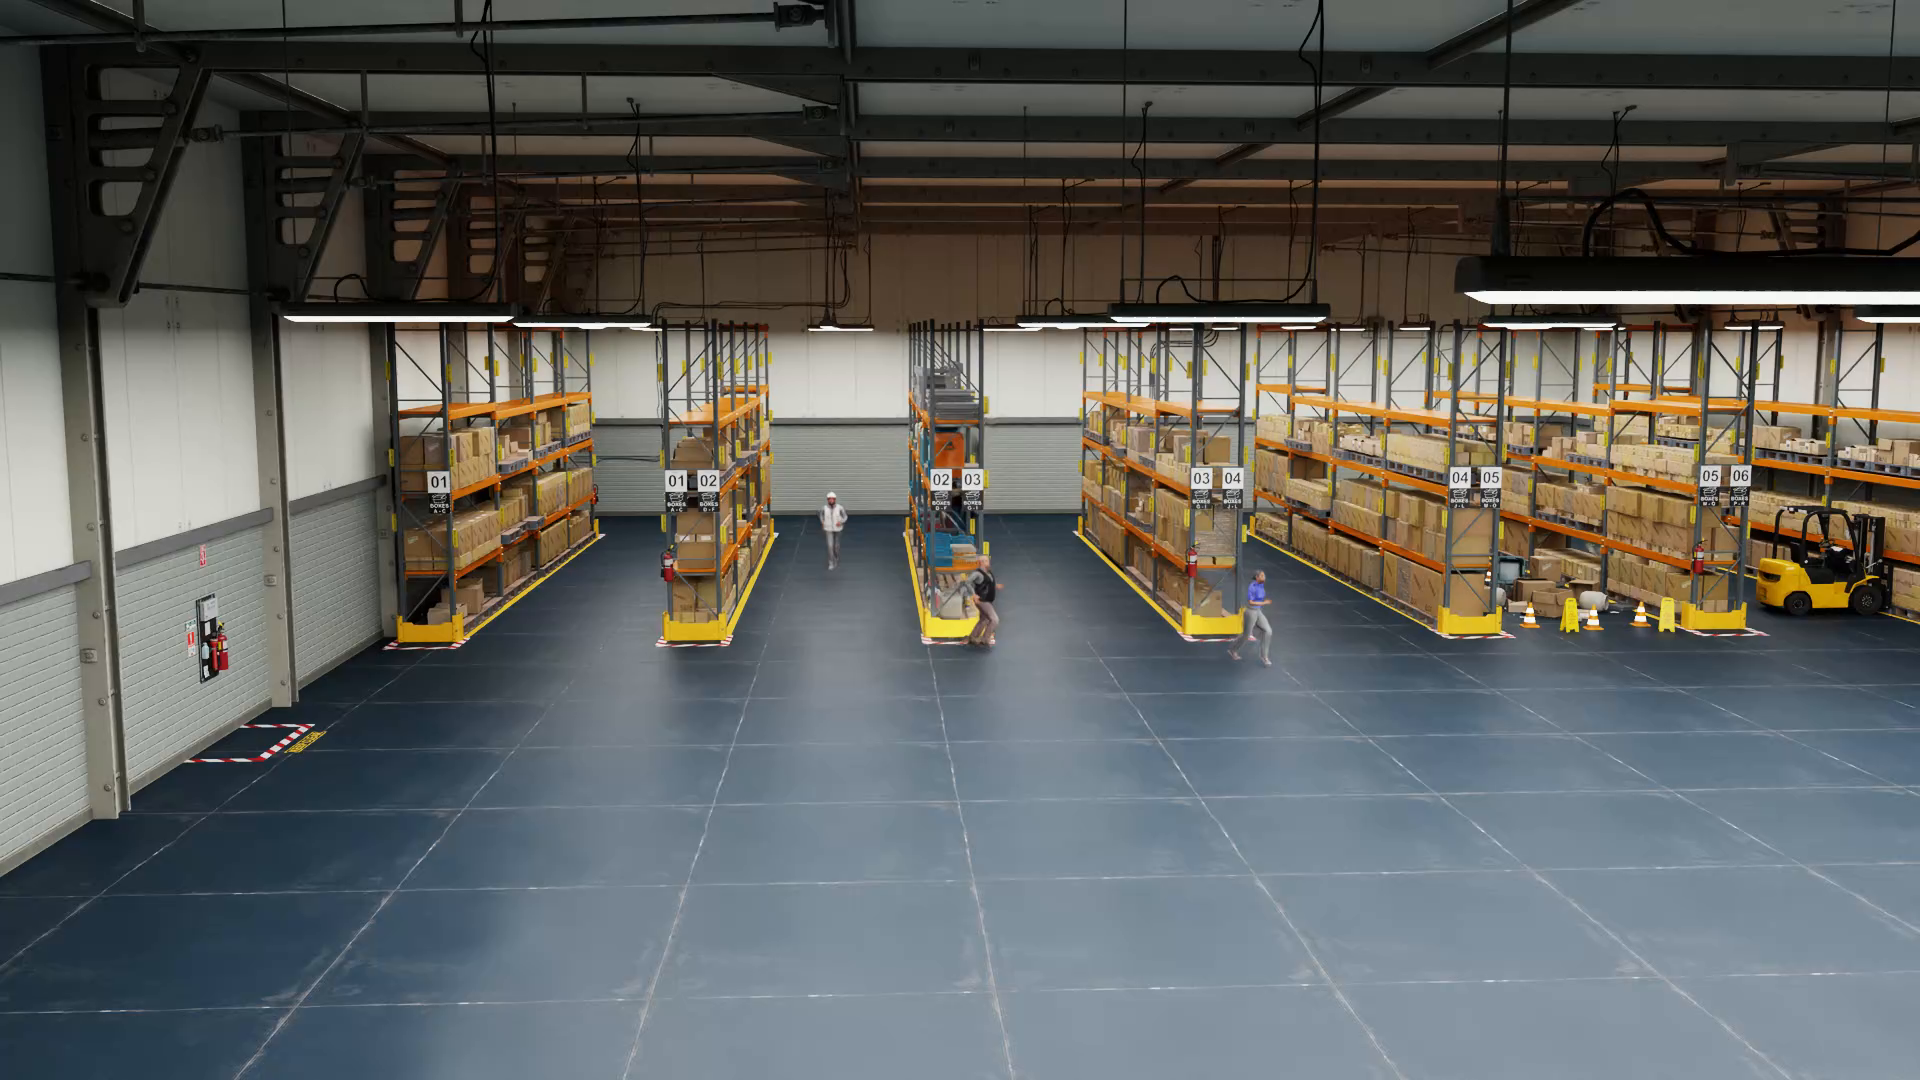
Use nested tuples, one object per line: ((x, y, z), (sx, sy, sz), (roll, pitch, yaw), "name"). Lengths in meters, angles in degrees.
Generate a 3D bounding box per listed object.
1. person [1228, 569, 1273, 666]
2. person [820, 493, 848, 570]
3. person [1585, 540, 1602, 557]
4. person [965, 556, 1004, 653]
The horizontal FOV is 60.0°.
((5.074, 1.354, 29.003), (0.845, 1.674, 0.599), (5, 8, 34), "person")
((-2.943, -0.204, 38.727), (0.655, 1.820, 0.843), (0, 7, -3), "person")
((15.799, -0.247, 41.246), (0.684, 1.763, 0.766), (0, 7, -3), "person")
((0.451, 1.162, 30.141), (0.732, 1.761, 0.628), (3, 8, 22), "person")
